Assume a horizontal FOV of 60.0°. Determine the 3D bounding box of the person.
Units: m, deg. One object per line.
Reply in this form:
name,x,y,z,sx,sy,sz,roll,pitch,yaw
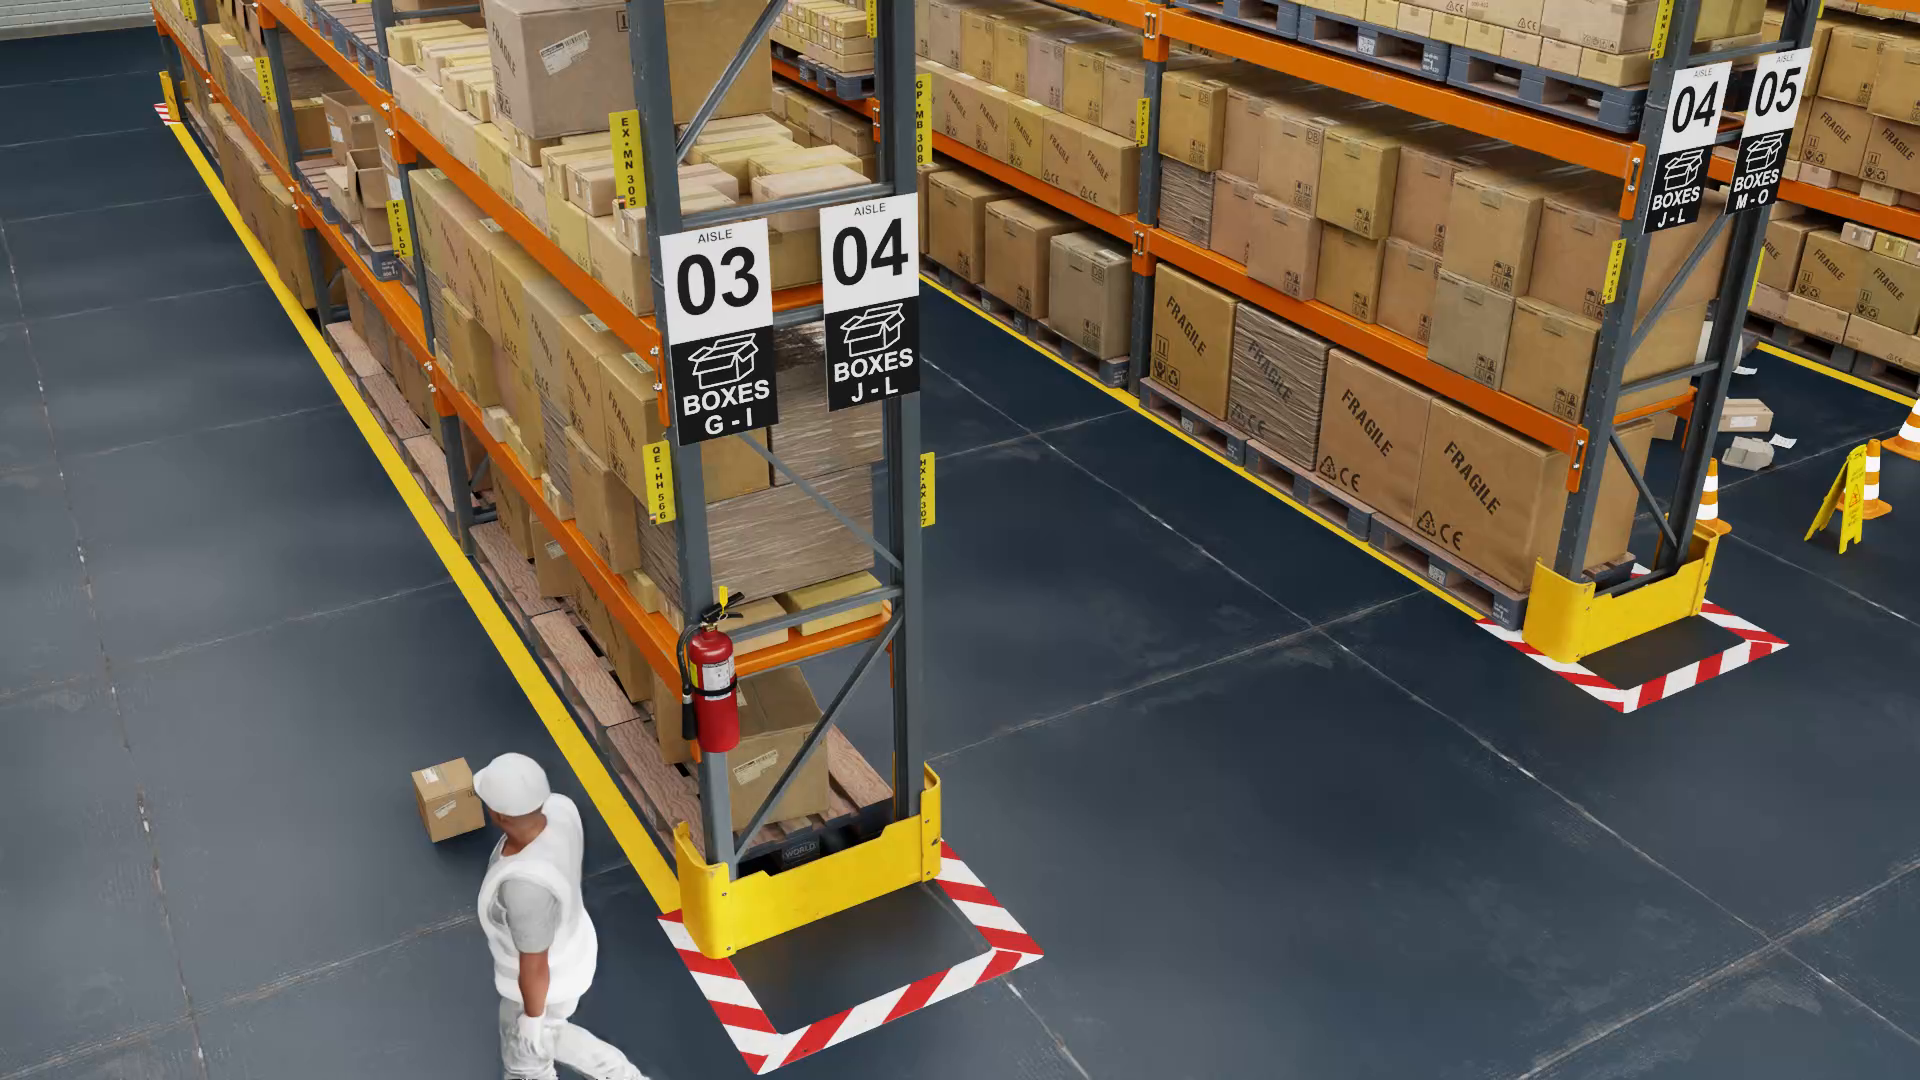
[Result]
person,-1.455,1.489,5.793,0.645,1.777,0.574,-2,29,-4
